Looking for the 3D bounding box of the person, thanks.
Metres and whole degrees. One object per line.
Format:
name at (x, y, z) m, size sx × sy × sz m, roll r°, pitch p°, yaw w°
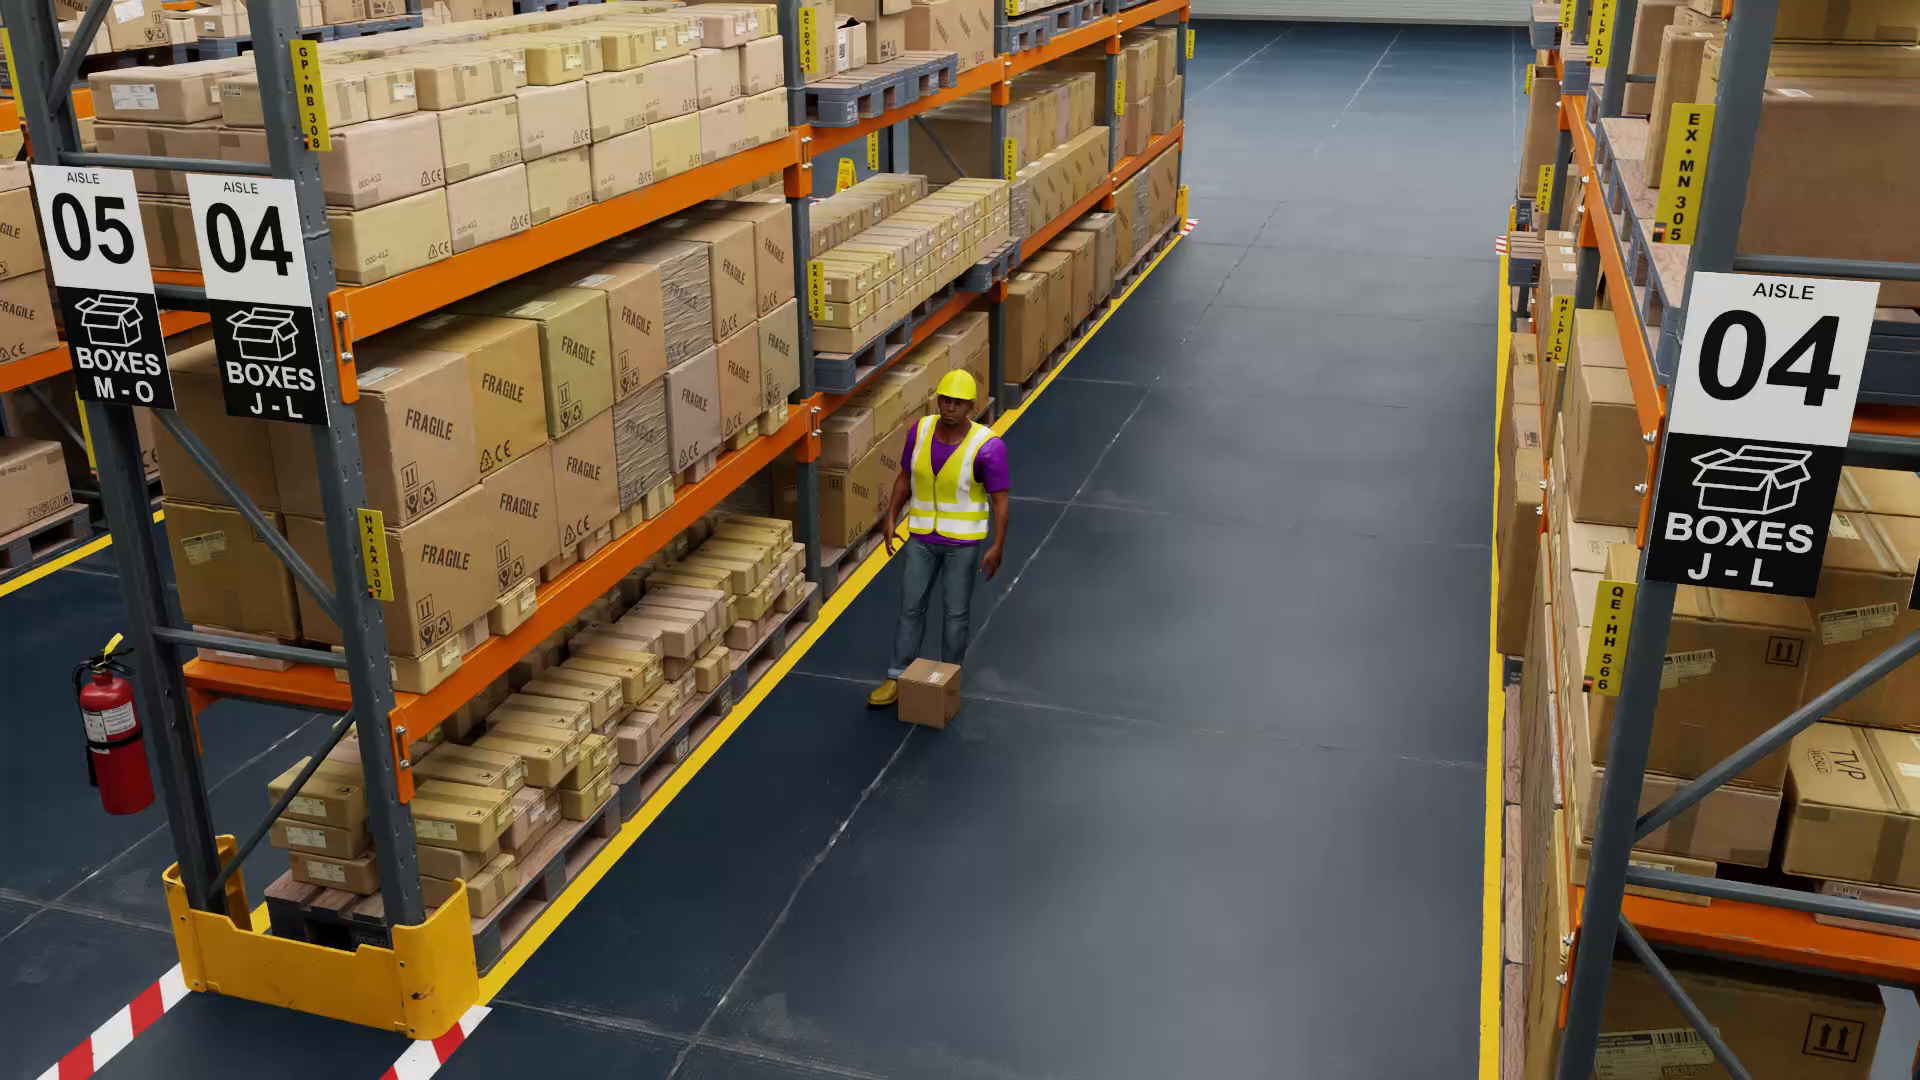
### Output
person at (-0.104, 0.009, 8.508) m, size 0.665 × 1.768 × 0.575 m, roll 9°, pitch 24°, yaw 22°
